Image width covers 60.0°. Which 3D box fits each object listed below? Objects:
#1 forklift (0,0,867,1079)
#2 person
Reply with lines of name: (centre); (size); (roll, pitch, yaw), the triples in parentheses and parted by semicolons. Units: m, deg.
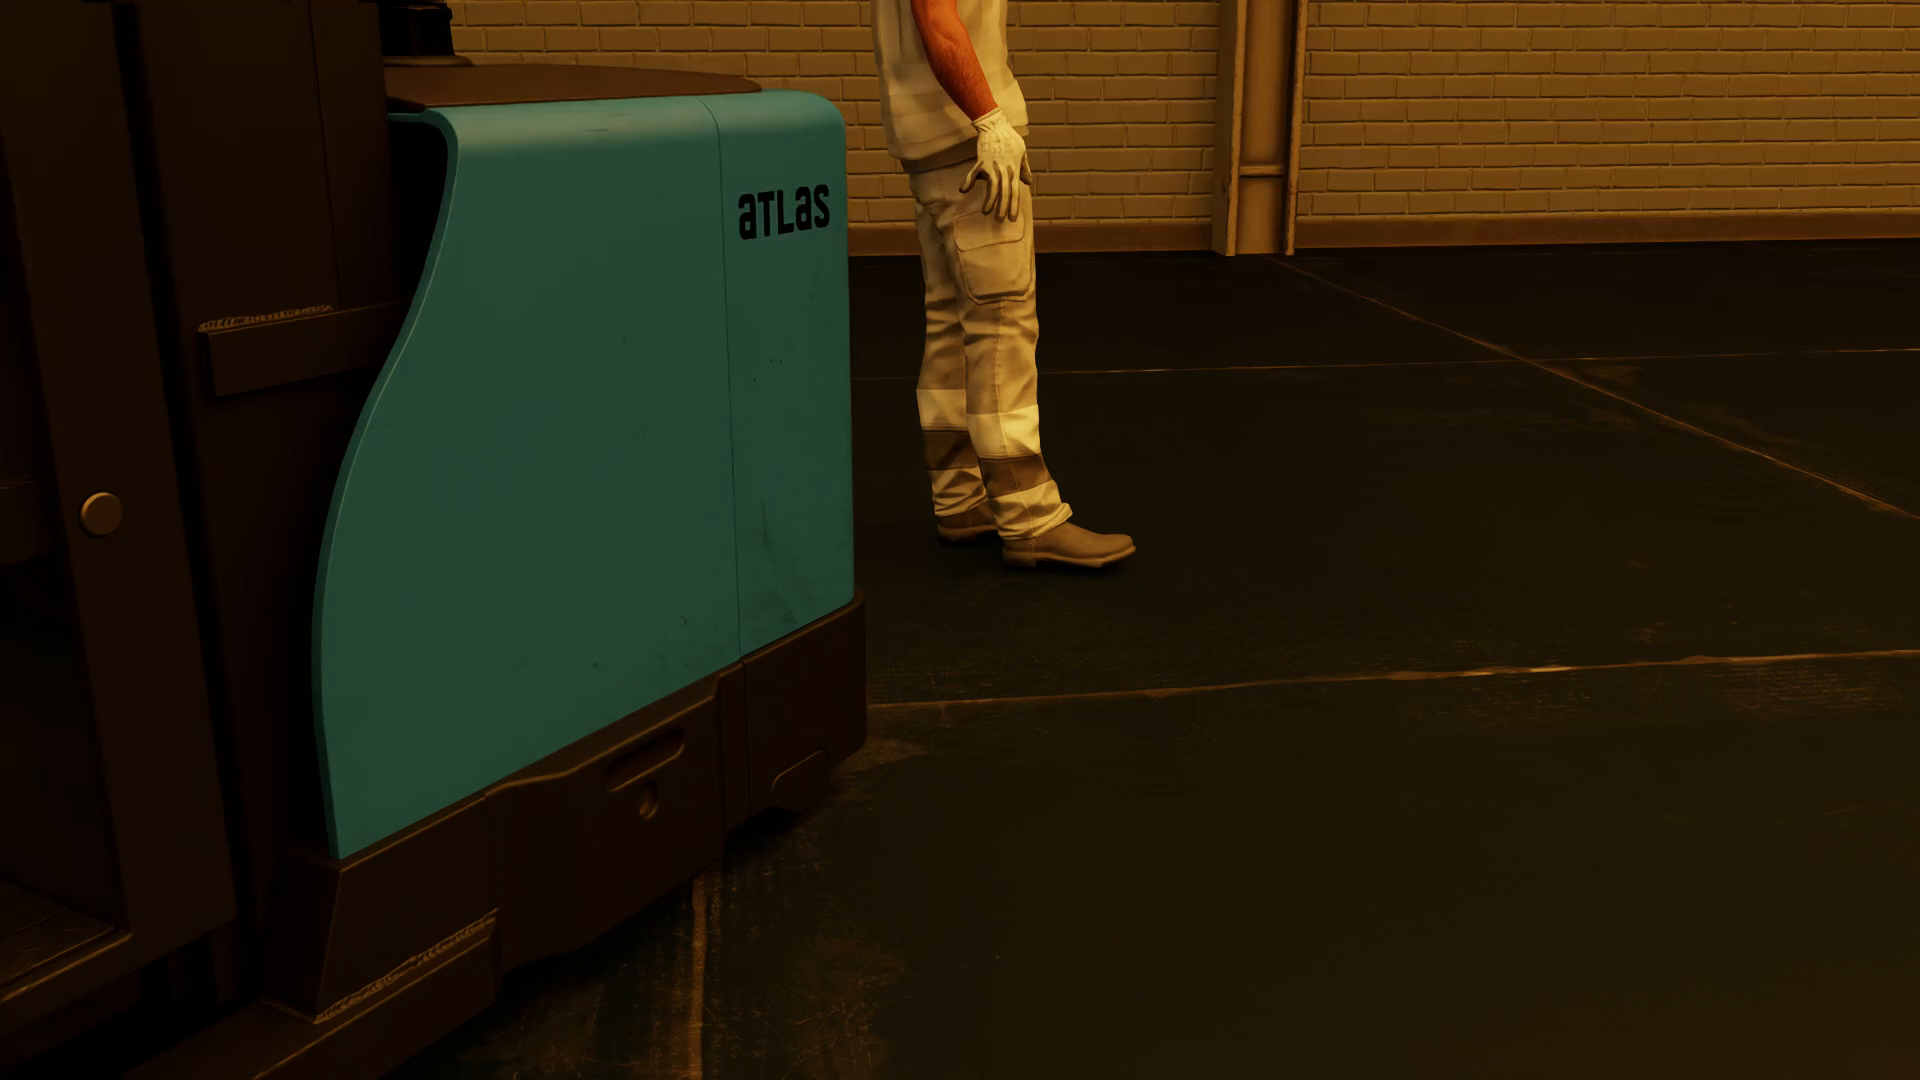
forklift: (-1.326, -0.727, 1.298); (1.130, 2.935, 3.031); (10, 19, 29)
person: (0.081, -0.863, 3.704); (0.563, 1.788, 0.638); (-2, 17, -8)
